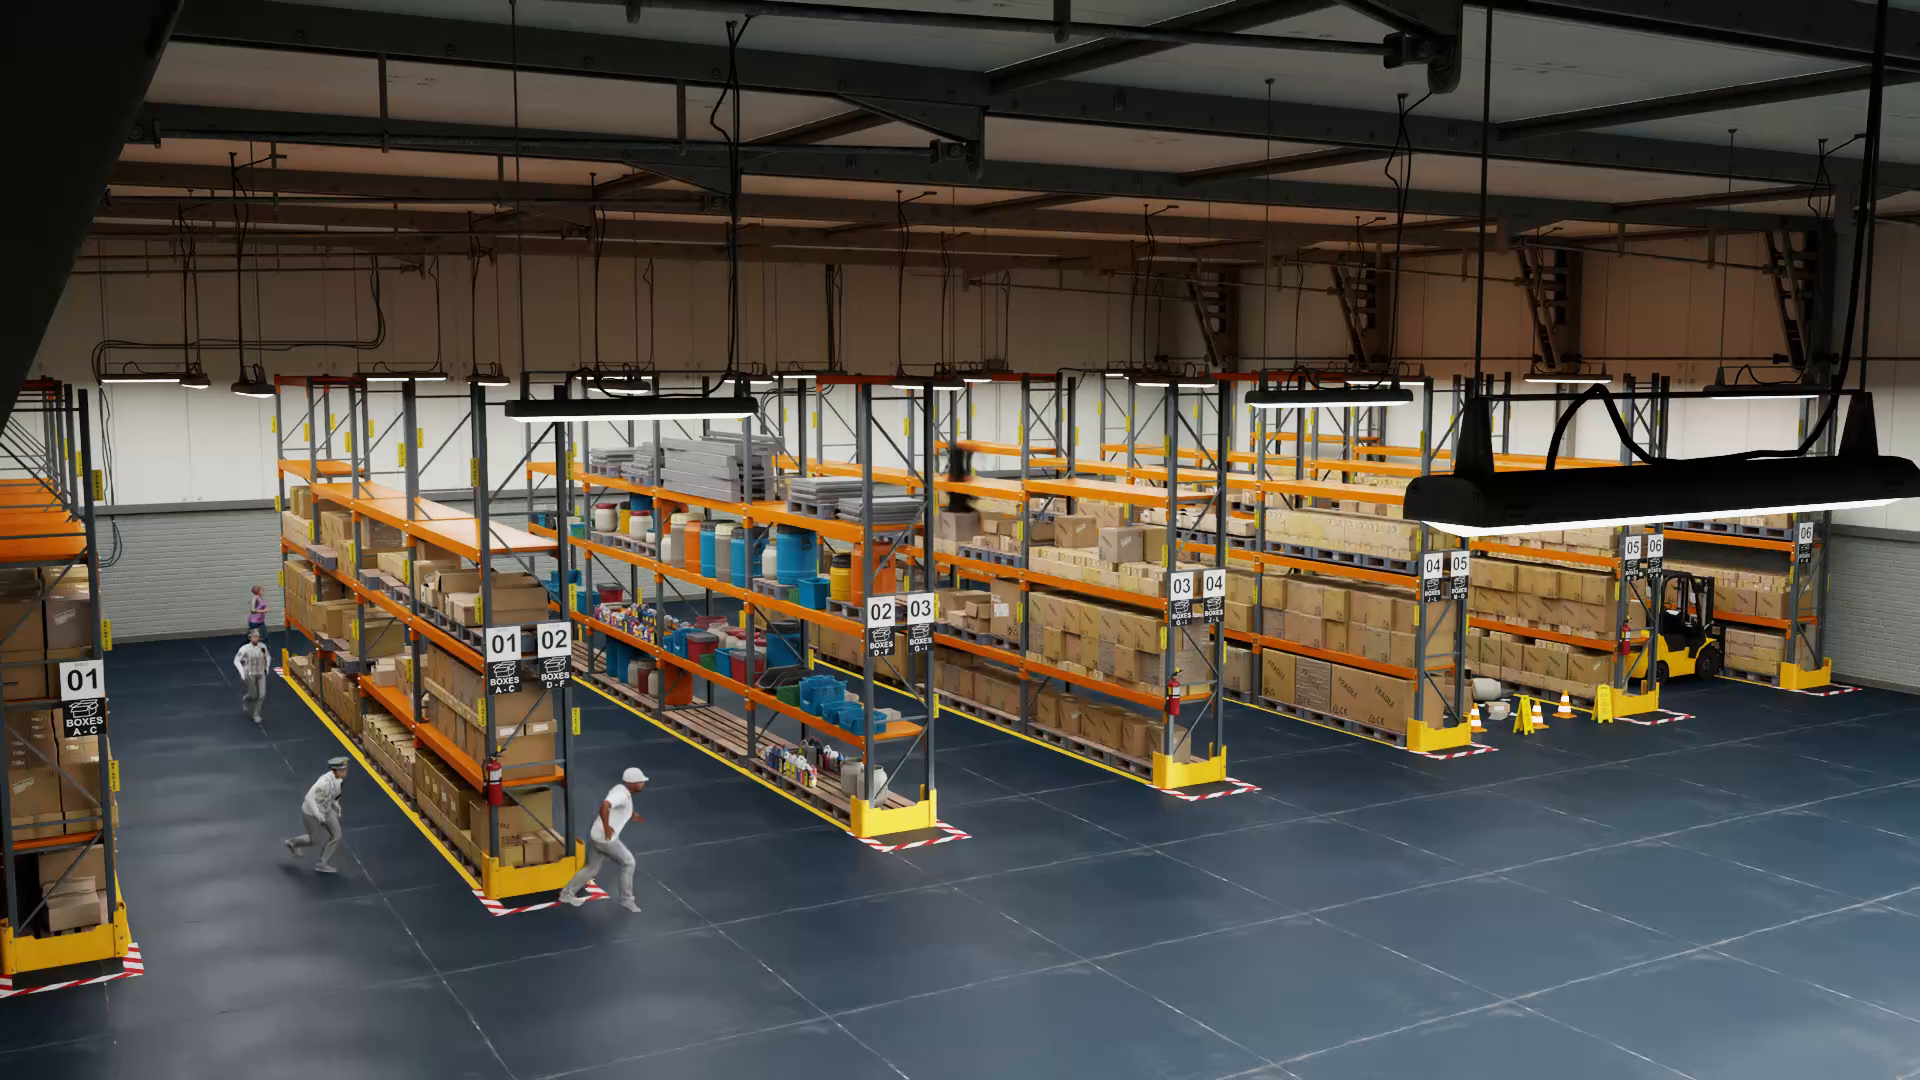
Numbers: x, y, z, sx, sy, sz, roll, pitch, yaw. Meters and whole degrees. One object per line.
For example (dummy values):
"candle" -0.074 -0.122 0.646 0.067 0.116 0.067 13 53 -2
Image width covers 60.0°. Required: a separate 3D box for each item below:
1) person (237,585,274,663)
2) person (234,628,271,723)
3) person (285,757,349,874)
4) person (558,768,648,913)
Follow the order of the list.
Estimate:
"person" -14.707 1.745 34.708 0.763 1.636 0.539 0 6 4
"person" -12.371 2.349 29.123 0.632 1.646 0.584 -6 8 -42
"person" -7.955 3.388 20.499 1.022 1.465 0.589 2 7 19
"person" -4.058 3.462 18.924 1.037 1.720 0.753 -1 6 -12
